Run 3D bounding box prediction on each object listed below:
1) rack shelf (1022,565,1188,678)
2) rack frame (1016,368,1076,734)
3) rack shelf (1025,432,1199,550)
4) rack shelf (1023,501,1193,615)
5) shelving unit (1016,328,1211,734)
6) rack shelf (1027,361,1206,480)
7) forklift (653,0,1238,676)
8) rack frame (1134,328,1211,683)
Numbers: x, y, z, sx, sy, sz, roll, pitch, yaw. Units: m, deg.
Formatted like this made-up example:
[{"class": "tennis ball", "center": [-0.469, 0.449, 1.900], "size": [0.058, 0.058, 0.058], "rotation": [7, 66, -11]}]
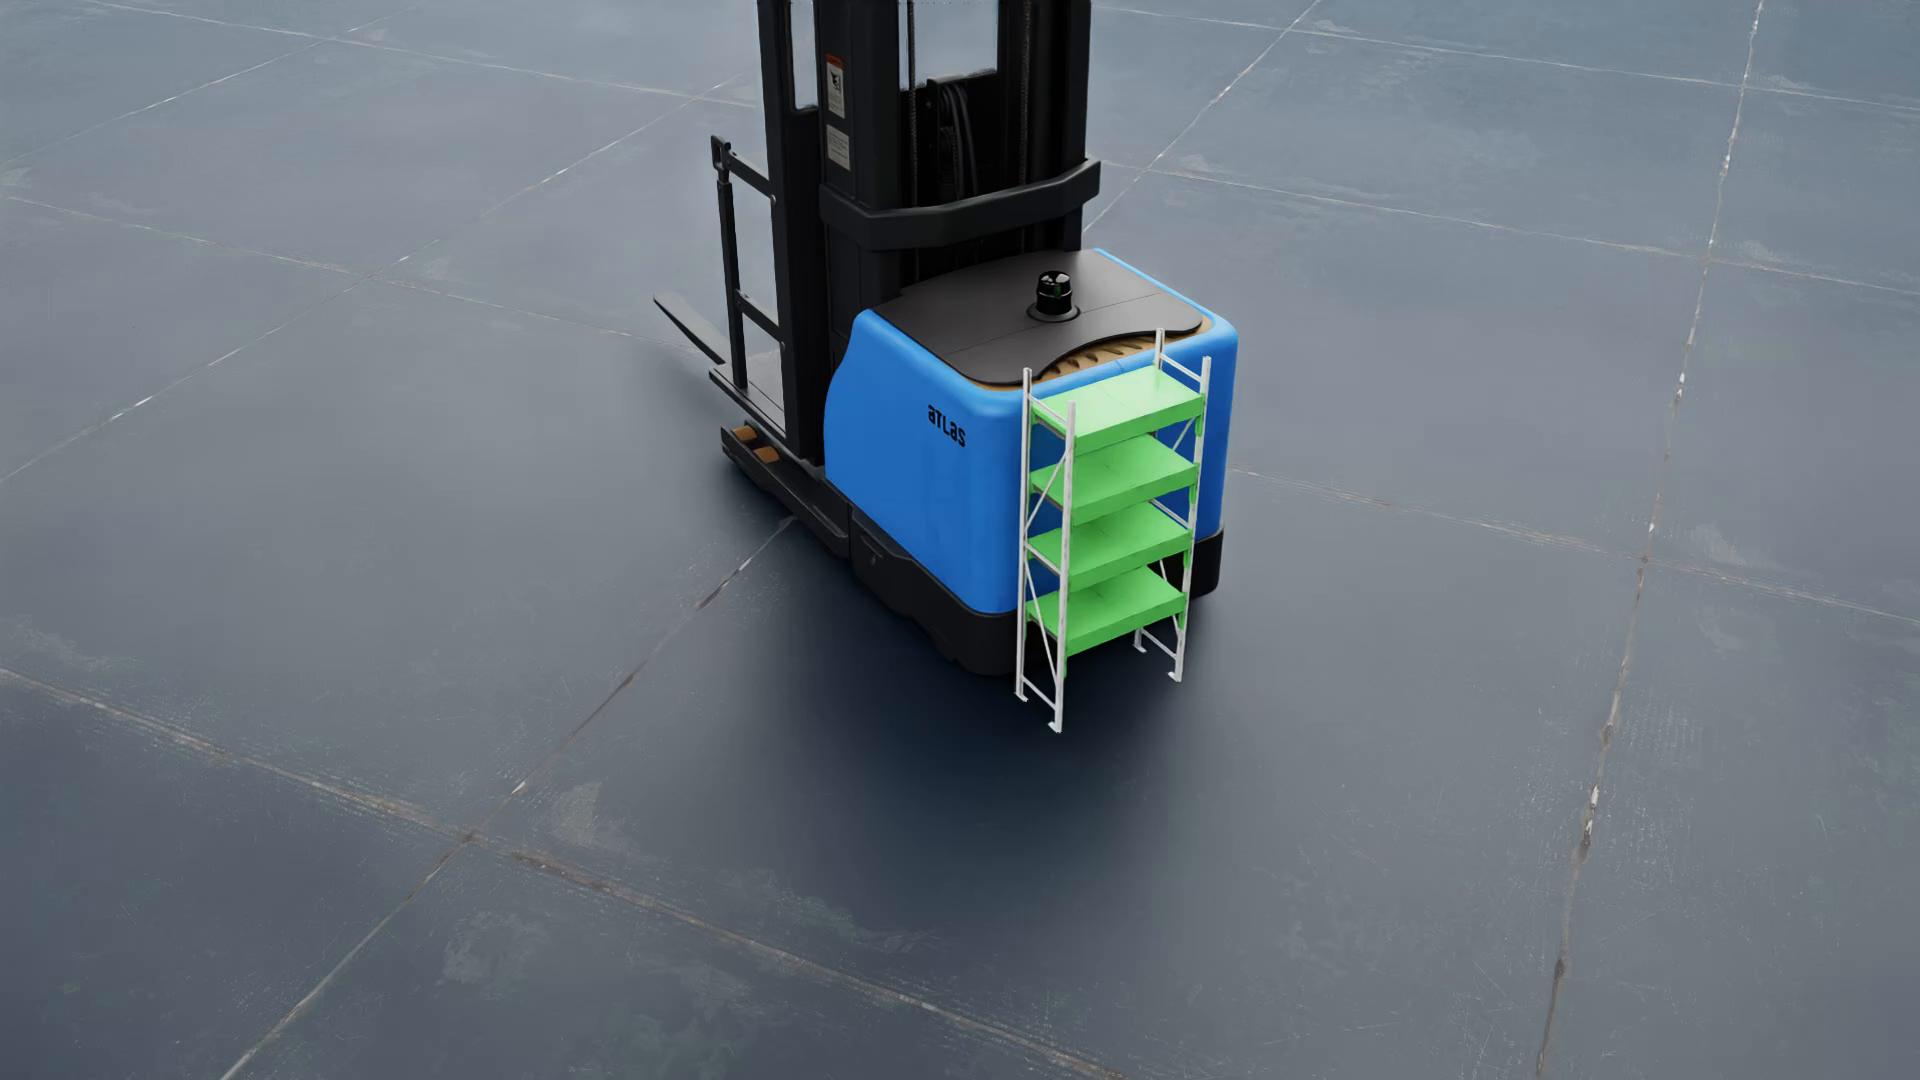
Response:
[{"class": "rack shelf", "center": [0.460, 0.242, 5.342], "size": [0.480, 0.148, 0.258], "rotation": [-19, 38, -27]}, {"class": "rack frame", "center": [0.254, 0.059, 5.065], "size": [0.015, 1.200, 0.240], "rotation": [-19, 38, -27]}, {"class": "rack shelf", "center": [0.460, -0.160, 5.078], "size": [0.480, 0.148, 0.258], "rotation": [-19, 38, -27]}, {"class": "rack shelf", "center": [0.460, 0.041, 5.210], "size": [0.480, 0.148, 0.258], "rotation": [-19, 38, -27]}, {"class": "shelving unit", "center": [0.460, -0.013, 5.175], "size": [0.503, 1.200, 0.258], "rotation": [-19, 38, -27]}, {"class": "rack shelf", "center": [0.460, -0.360, 4.947], "size": [0.480, 0.148, 0.258], "rotation": [-19, 38, -27]}, {"class": "forklift", "center": [-0.299, -1.552, 5.945], "size": [1.130, 2.935, 3.031], "rotation": [-19, 38, -27]}, {"class": "rack frame", "center": [0.666, -0.084, 5.284], "size": [0.015, 1.200, 0.240], "rotation": [-19, 38, -27]}]
